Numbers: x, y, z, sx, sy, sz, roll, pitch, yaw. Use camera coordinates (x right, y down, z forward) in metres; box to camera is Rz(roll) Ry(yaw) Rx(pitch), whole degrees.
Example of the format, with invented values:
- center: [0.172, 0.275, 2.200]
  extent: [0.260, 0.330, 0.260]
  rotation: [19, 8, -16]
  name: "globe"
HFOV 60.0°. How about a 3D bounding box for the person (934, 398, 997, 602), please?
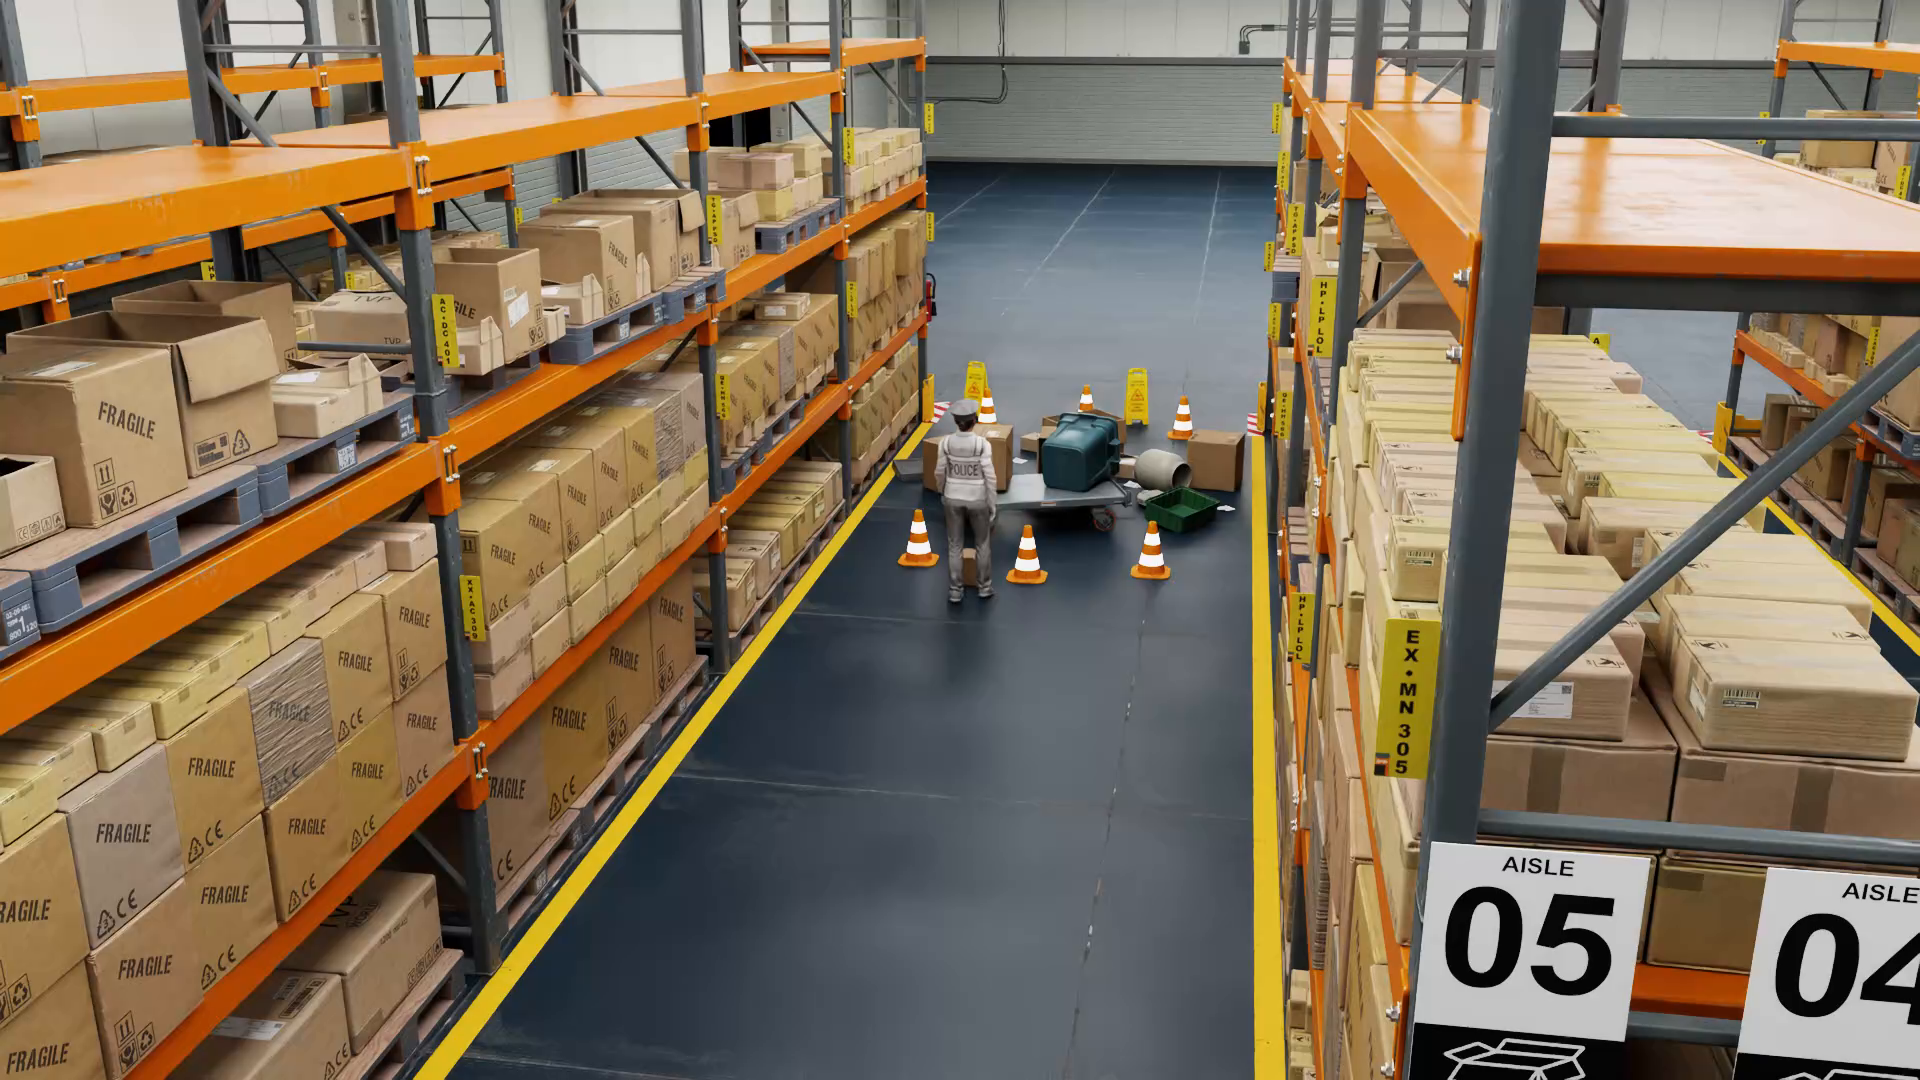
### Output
- center: [0.059, -0.322, 13.524]
  extent: [0.524, 1.704, 0.474]
  rotation: [3, 18, 9]
  name: "person"
